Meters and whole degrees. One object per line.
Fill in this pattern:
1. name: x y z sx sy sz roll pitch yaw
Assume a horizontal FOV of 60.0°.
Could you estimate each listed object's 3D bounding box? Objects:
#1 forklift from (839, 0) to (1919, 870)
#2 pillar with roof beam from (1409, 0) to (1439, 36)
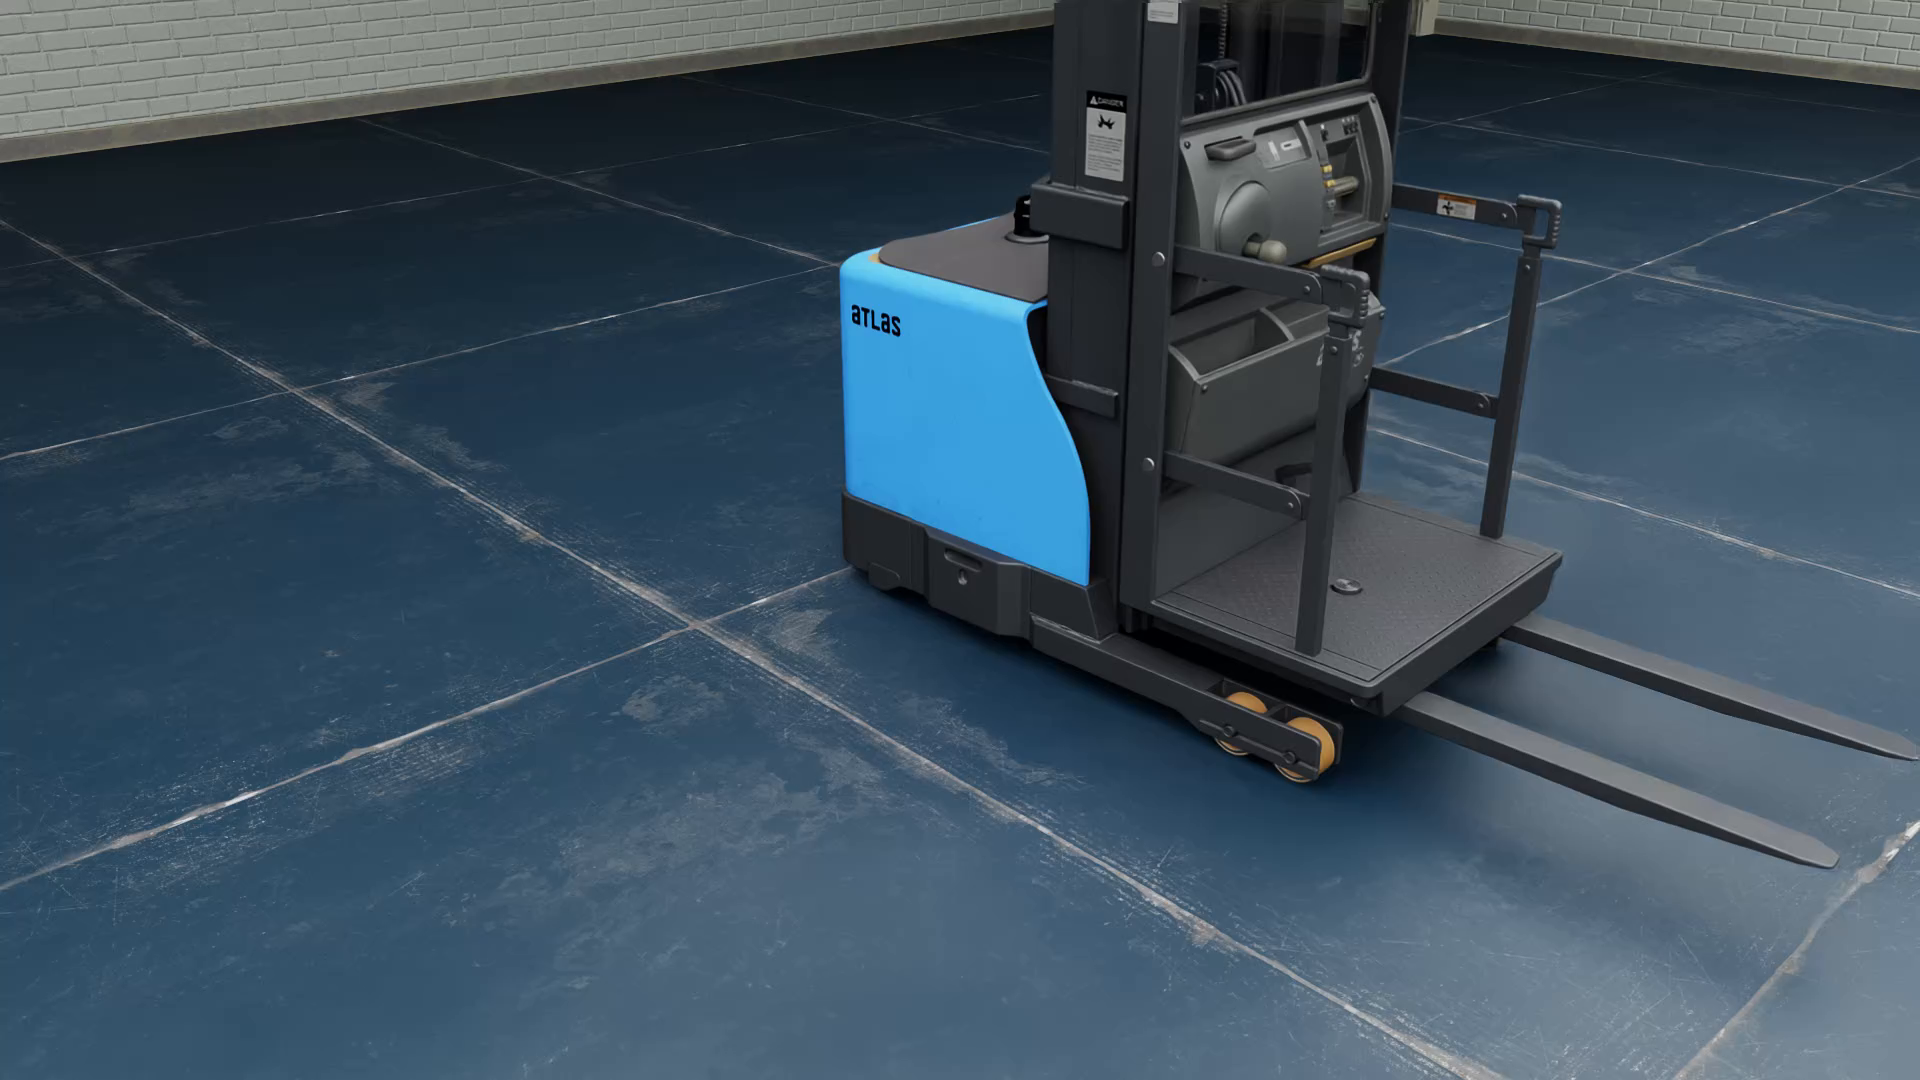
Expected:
1. forklift: 1.035 -0.944 4.287 3.031 2.935 1.130 21 32 39
2. pillar with roof beam: 1.558 -8.163 12.802 9.100 9.000 0.400 -21 32 -38
